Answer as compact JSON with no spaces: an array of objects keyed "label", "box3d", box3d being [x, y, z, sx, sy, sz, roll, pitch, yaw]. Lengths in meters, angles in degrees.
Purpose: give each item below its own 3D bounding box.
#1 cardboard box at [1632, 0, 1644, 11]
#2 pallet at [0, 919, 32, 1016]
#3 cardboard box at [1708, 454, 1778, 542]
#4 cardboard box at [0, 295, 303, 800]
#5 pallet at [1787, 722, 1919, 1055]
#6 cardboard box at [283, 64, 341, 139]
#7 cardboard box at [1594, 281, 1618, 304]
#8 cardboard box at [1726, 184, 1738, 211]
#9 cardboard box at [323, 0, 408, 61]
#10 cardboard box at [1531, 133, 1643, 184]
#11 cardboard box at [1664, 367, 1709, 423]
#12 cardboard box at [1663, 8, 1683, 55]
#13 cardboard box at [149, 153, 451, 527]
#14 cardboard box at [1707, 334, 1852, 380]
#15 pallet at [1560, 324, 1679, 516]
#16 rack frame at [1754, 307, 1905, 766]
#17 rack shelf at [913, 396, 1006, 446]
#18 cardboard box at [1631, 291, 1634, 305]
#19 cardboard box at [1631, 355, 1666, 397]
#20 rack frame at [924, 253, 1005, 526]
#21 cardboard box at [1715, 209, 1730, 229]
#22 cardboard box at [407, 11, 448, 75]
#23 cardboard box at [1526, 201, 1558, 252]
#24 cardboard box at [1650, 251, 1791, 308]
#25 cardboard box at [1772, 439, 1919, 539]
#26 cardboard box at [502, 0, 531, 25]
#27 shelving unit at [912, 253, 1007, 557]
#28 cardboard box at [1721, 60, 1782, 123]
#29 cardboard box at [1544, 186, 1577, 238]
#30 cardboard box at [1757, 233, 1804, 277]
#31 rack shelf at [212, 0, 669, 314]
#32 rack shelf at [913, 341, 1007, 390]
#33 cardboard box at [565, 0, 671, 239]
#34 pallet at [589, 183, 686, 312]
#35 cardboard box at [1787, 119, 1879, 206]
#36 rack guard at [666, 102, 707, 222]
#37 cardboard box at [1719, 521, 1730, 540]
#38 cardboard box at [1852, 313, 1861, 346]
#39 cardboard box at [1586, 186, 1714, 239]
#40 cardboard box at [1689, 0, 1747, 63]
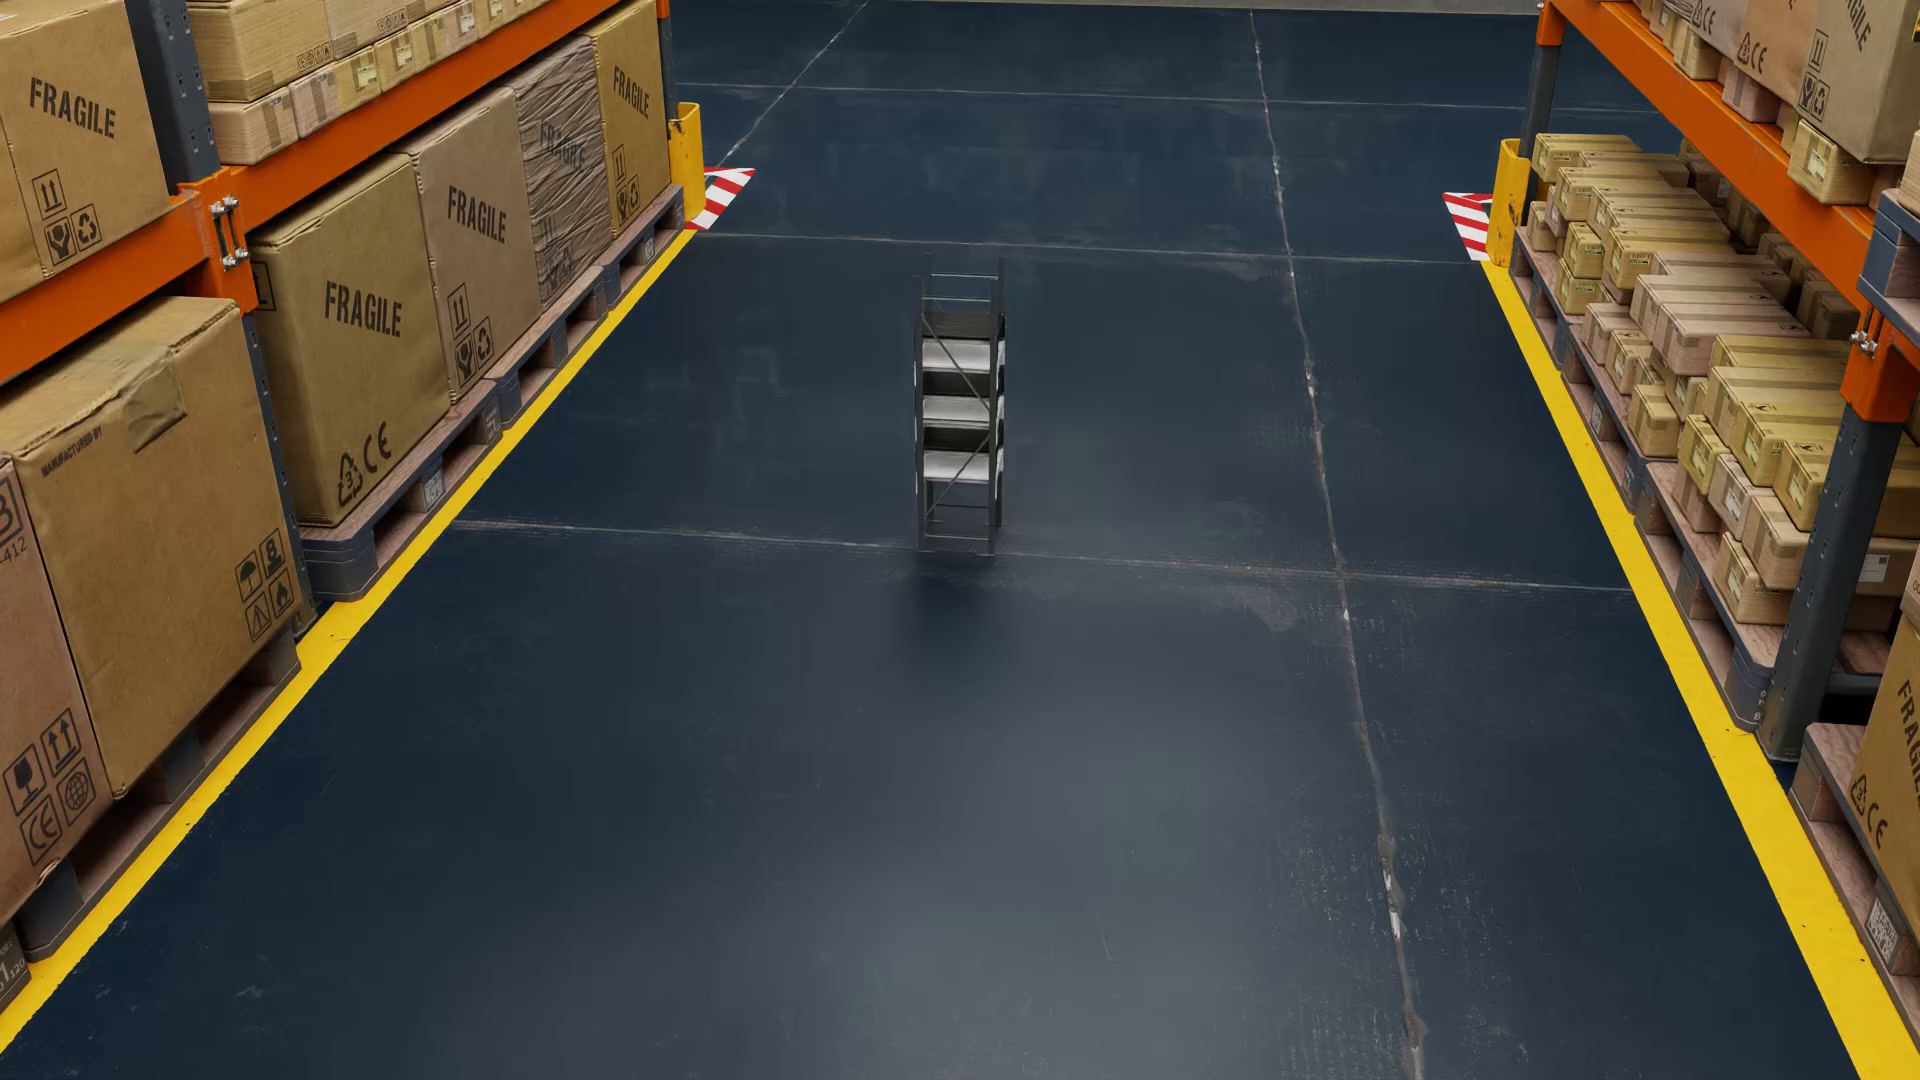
[{"label":"cardboard box","box3d":[2.699,-2.019,6.099,0.380,0.149,0.250,5,29,9]},{"label":"pallet","box3d":[-2.531,1.080,3.023,1.003,0.211,1.213,3,28,6]},{"label":"cardboard box","box3d":[2.290,-0.111,4.543,0.380,0.149,0.250,2,28,4]},{"label":"cardboard box","box3d":[-2.423,-0.038,3.956,1.225,0.875,0.875,3,29,6]},{"label":"pallet","box3d":[2.452,0.839,3.471,1.003,0.211,1.213,3,28,6]},{"label":"cardboard box","box3d":[-1.966,-1.224,4.625,0.380,0.149,0.250,2,28,5]},{"label":"cardboard box","box3d":[2.603,-0.855,6.238,0.380,0.149,0.250,3,29,6]},{"label":"cardboard box","box3d":[3.229,-1.322,6.477,0.380,0.149,0.250,3,28,5]},{"label":"cardboard box","box3d":[-1.981,-1.596,4.894,0.500,0.250,0.500,3,28,6]},{"label":"cardboard box","box3d":[2.635,-1.603,6.999,0.380,0.149,0.250,2,28,4]},{"label":"cardboard box","box3d":[2.445,-0.472,5.212,0.380,0.149,0.250,4,29,7]},{"label":"cardboard box","box3d":[2.530,-1.657,5.428,0.380,0.149,0.250,4,29,8]},{"label":"cardboard box","box3d":[-2.204,-0.647,5.086,0.875,0.875,0.875,3,28,6]},{"label":"cardboard box","box3d":[2.456,-0.488,4.928,0.380,0.149,0.250,4,29,8]},{"label":"pallet","box3d":[2.740,-0.422,5.811,1.003,0.211,1.213,3,28,6]},{"label":"rack frame","box3d":[2.546,-0.756,3.490,1.000,3.000,0.127,3,28,6]},{"label":"rack shelf","box3d":[0.001,-0.371,5.059,0.258,0.077,0.200,3,28,6]},{"label":"cardboard box","box3d":[2.616,-0.847,5.908,0.380,0.149,0.250,5,29,9]},{"label":"cardboard box","box3d":[2.481,-0.496,5.571,0.380,0.149,0.250,4,29,7]},{"label":"rack frame","box3d":[0.013,-0.448,5.133,0.240,0.900,0.006,3,28,6]},{"label":"cardboard box","box3d":[3.193,-1.189,6.545,0.380,0.149,0.250,2,28,4]},{"label":"cardboard box","box3d":[-1.873,-1.593,5.309,0.380,0.149,0.250,3,28,5]},{"label":"cardboard box","box3d":[2.654,-1.340,7.138,0.380,0.149,0.250,4,29,7]},{"label":"cardboard box","box3d":[2.557,-0.859,5.617,0.380,0.149,0.250,3,29,6]},{"label":"cardboard box","box3d":[2.331,-0.130,4.264,0.380,0.149,0.250,4,29,8]},{"label":"cardboard box","box3d":[-1.779,-1.957,5.985,0.380,0.149,0.250,4,29,7]},{"label":"shelving unit","box3d":[0.001,-0.400,5.044,0.258,0.900,0.210,3,28,6]},{"label":"cardboard box","box3d":[2.424,-1.292,4.751,0.380,0.149,0.250,2,28,4]},{"label":"cardboard box","box3d":[2.627,-1.342,6.827,0.380,0.149,0.250,3,28,6]},{"label":"cardboard box","box3d":[3.014,-0.956,5.799,0.380,0.149,0.250,2,28,4]},{"label":"rack shelf","box3d":[-2.119,-1.716,6.031,1.077,0.370,4.000,3,28,6]},{"label":"rack shelf","box3d":[0.001,-0.529,4.974,0.258,0.077,0.200,3,28,6]},{"label":"cardboard box","box3d":[-1.873,-1.918,7.445,0.875,0.875,0.875,3,28,6]},{"label":"pallet","box3d":[-1.895,-1.366,7.562,1.003,0.211,1.213,3,28,6]},{"label":"cardboard box","box3d":[2.272,-0.921,4.061,0.380,0.149,0.250,3,28,5]},{"label":"rack guard","box3d":[-1.871,-1.885,8.222,1.175,0.500,0.348,3,28,6]},{"label":"cardboard box","box3d":[2.371,-0.007,4.664,0.380,0.149,0.250,4,29,8]},{"label":"cardboard box","box3d":[2.990,-0.585,5.108,0.380,0.149,0.250,4,29,7]},{"label":"cardboard box","box3d":[2.614,-1.234,6.313,0.380,0.149,0.250,2,28,4]},{"label":"cardboard box","box3d":[2.452,-1.653,4.737,0.500,0.500,0.500,3,28,6]}]
